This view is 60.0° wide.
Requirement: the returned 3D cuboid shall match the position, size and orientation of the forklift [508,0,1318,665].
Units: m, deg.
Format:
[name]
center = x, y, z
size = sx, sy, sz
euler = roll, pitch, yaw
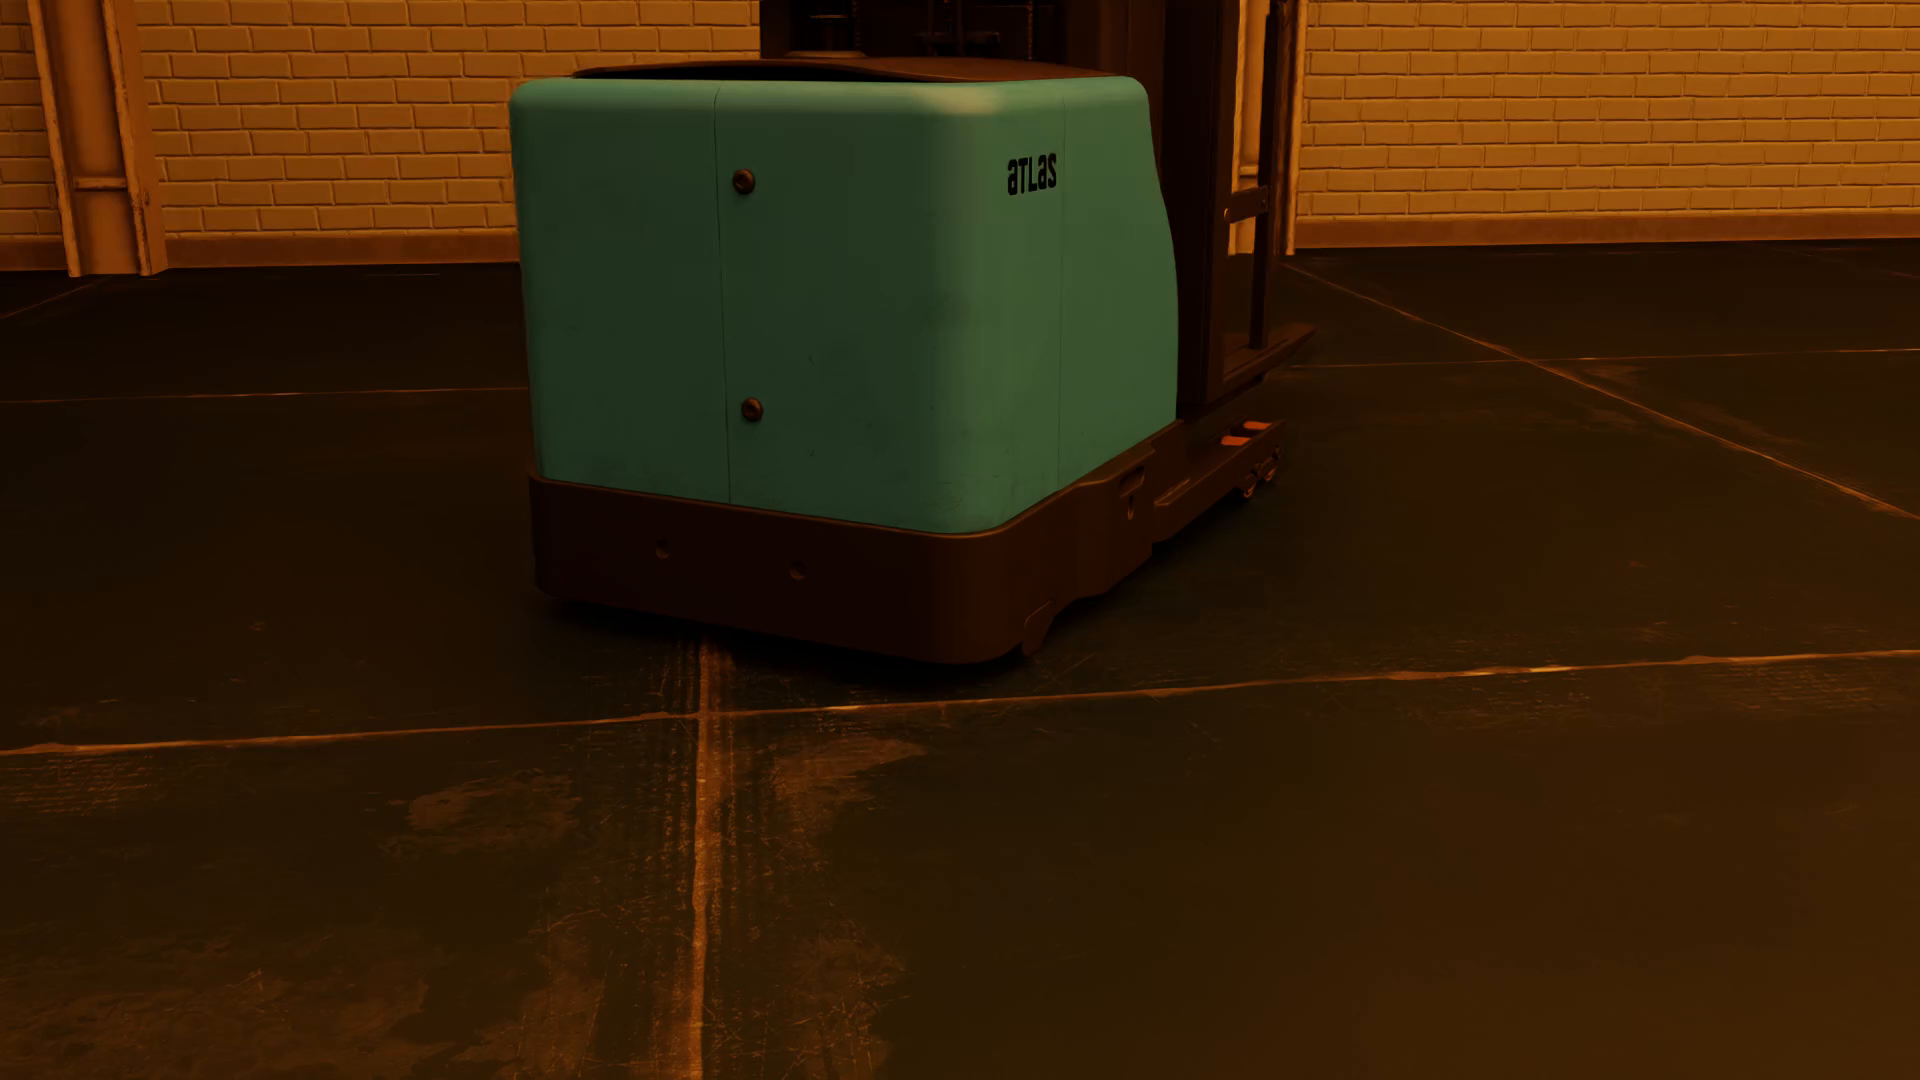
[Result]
[forklift]
center = 0.231, -1.559, 4.060
size = 1.130, 2.935, 3.031
euler = 8, 19, 25
